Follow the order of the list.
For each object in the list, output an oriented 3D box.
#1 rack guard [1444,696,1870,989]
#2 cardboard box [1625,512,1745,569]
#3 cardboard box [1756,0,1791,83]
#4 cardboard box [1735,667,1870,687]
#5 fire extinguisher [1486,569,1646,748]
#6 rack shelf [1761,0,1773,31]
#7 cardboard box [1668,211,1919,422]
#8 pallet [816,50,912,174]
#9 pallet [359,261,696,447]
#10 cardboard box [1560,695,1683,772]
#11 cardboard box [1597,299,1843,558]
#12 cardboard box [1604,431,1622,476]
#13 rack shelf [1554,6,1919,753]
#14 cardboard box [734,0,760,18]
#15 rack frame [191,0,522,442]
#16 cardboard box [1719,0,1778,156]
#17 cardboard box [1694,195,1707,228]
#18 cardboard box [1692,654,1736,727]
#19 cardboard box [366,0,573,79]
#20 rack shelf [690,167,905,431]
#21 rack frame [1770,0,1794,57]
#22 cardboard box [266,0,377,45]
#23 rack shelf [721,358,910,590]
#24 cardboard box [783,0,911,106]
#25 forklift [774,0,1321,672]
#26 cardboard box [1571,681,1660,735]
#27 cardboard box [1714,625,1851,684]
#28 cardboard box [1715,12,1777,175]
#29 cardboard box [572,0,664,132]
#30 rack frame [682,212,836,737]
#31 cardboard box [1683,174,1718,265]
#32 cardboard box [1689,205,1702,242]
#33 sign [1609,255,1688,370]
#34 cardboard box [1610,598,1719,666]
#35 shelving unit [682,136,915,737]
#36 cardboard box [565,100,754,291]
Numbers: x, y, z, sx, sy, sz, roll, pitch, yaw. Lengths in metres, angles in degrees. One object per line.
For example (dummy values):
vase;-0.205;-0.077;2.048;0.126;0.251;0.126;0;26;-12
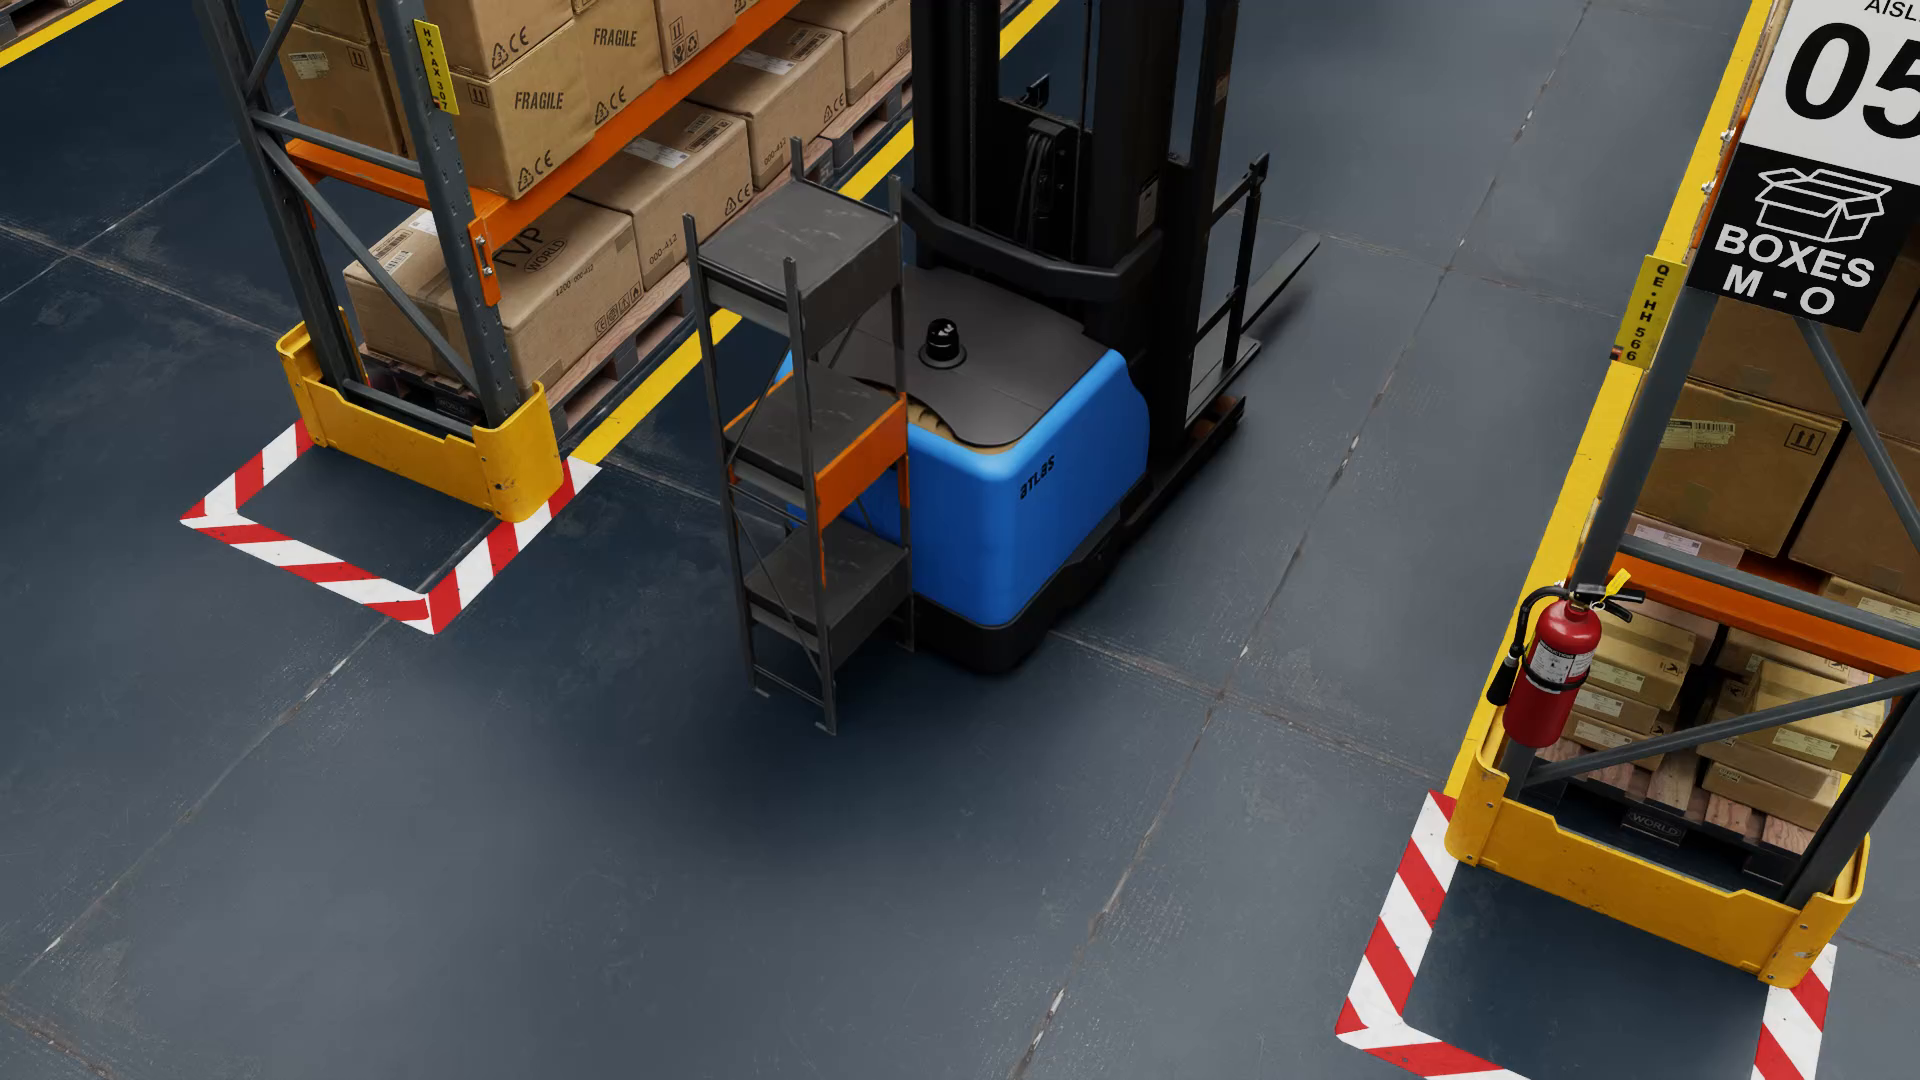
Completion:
rack guard;2.239;0.978;5.432;1.175;0.500;0.348;20;49;19
cardboard box;2.104;-0.063;4.880;0.380;0.149;0.250;21;49;19
cardboard box;2.180;-1.228;3.851;0.500;0.250;0.500;19;48;18
cardboard box;2.851;0.498;5.649;0.380;0.149;0.250;20;49;19
fire extinguisher;1.678;0.312;4.649;0.296;0.674;0.183;20;49;19
rack shelf;4.989;-3.379;8.487;1.077;0.370;4.000;20;49;19
cardboard box;2.195;-0.714;4.364;0.500;0.500;0.500;20;49;18
pallet;-0.793;-2.510;9.082;1.003;0.211;1.213;20;49;19
pallet;-1.926;-0.972;7.563;1.003;0.211;1.213;20;49;19
cardboard box;2.263;0.602;5.756;0.380;0.149;0.250;21;49;20
cardboard box;2.184;-0.360;4.718;0.500;0.500;0.500;21;49;20
cardboard box;2.652;-0.298;6.227;0.380;0.149;0.250;22;49;20
rack shelf;3.132;-0.860;5.996;1.077;0.370;4.000;20;49;19
cardboard box;-1.071;-2.629;7.169;0.500;0.500;0.500;22;49;20
rack frame;-2.228;-1.423;6.048;1.000;3.000;0.127;20;49;19
cardboard box;3.118;-1.664;6.006;0.500;0.500;0.500;19;48;18
cardboard box;3.608;-1.500;7.623;0.380;0.149;0.250;23;50;21
cardboard box;2.779;0.586;5.771;0.380;0.149;0.250;20;49;19
cardboard box;-1.753;-2.018;5.862;0.500;0.500;0.500;19;48;18
rack shelf;-0.480;-0.732;5.032;0.431;0.518;0.480;26;51;24
rack frame;2.203;-1.961;2.361;1.000;3.000;0.127;20;49;19
cardboard box;-2.215;-2.192;6.034;0.500;0.500;0.500;22;49;20
rack shelf;-0.480;-0.240;5.530;0.431;0.518;0.480;26;51;24
cardboard box;-0.758;-2.830;8.944;0.875;0.438;0.875;20;49;19
forklift;0.572;-1.558;6.229;1.130;2.935;3.031;26;51;24
cardboard box;2.196;0.471;5.676;0.380;0.149;0.250;19;48;18
cardboard box;2.769;0.362;5.574;0.380;0.149;0.250;21;49;20
cardboard box;2.664;-1.364;5.006;0.500;0.500;0.500;23;50;21
cardboard box;-1.541;-1.994;6.541;0.500;0.500;0.500;20;49;19
rack frame;-0.618;-0.107;5.379;0.400;2.100;0.015;26;51;24
cardboard box;2.655;-1.006;5.355;0.500;0.500;0.500;21;49;19
cardboard box;3.607;-1.395;7.728;0.380;0.149;0.250;18;48;17
sign;1.721;-0.566;4.165;0.100;0.325;0.005;20;49;19
cardboard box;2.392;0.236;5.698;0.380;0.149;0.250;21;49;20
shelving unit;-0.480;-0.250;5.520;0.431;2.100;0.503;26;51;24
cardboard box;-1.593;-1.698;7.826;0.875;0.438;0.875;22;49;20
